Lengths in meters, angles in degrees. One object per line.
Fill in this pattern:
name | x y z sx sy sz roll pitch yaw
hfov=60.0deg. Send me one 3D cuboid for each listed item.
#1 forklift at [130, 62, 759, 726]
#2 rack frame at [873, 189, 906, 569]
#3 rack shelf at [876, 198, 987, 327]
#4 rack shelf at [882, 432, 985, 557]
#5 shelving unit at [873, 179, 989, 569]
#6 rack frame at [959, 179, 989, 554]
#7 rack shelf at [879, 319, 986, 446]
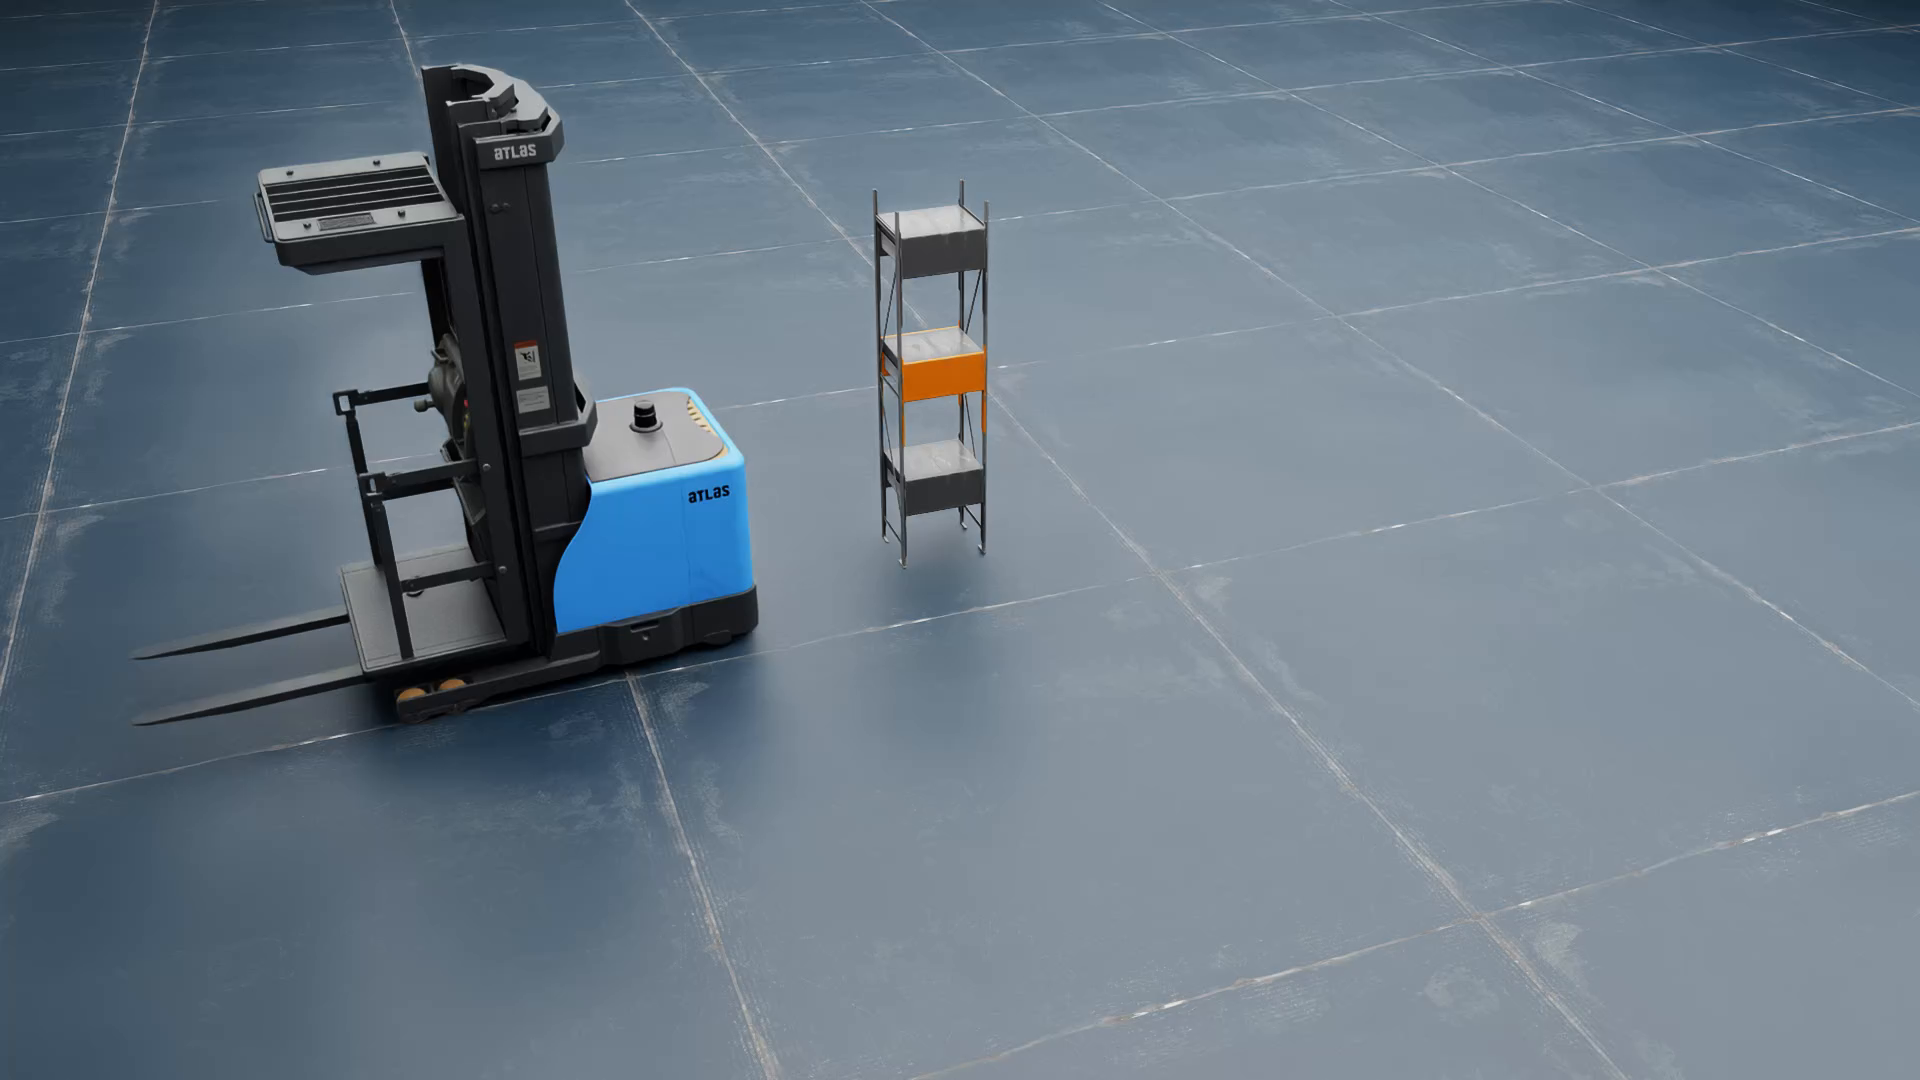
forklift | -2.631 -0.673 7.971 3.031 2.935 1.130 -13 32 -21
rack frame | -0.384 -0.842 9.106 0.015 2.100 0.400 -10 31 -18
rack shelf | -0.155 -1.480 8.840 0.480 0.518 0.431 -10 31 -18
rack shelf | -0.155 -0.264 9.533 0.480 0.518 0.431 -10 31 -18
shelving unit | -0.155 -0.884 9.180 0.503 2.100 0.431 -10 31 -18
rack frame | 0.074 -0.926 9.254 0.015 2.100 0.400 -10 31 -18
rack shelf | -0.155 -0.872 9.187 0.480 0.518 0.431 -10 31 -18
